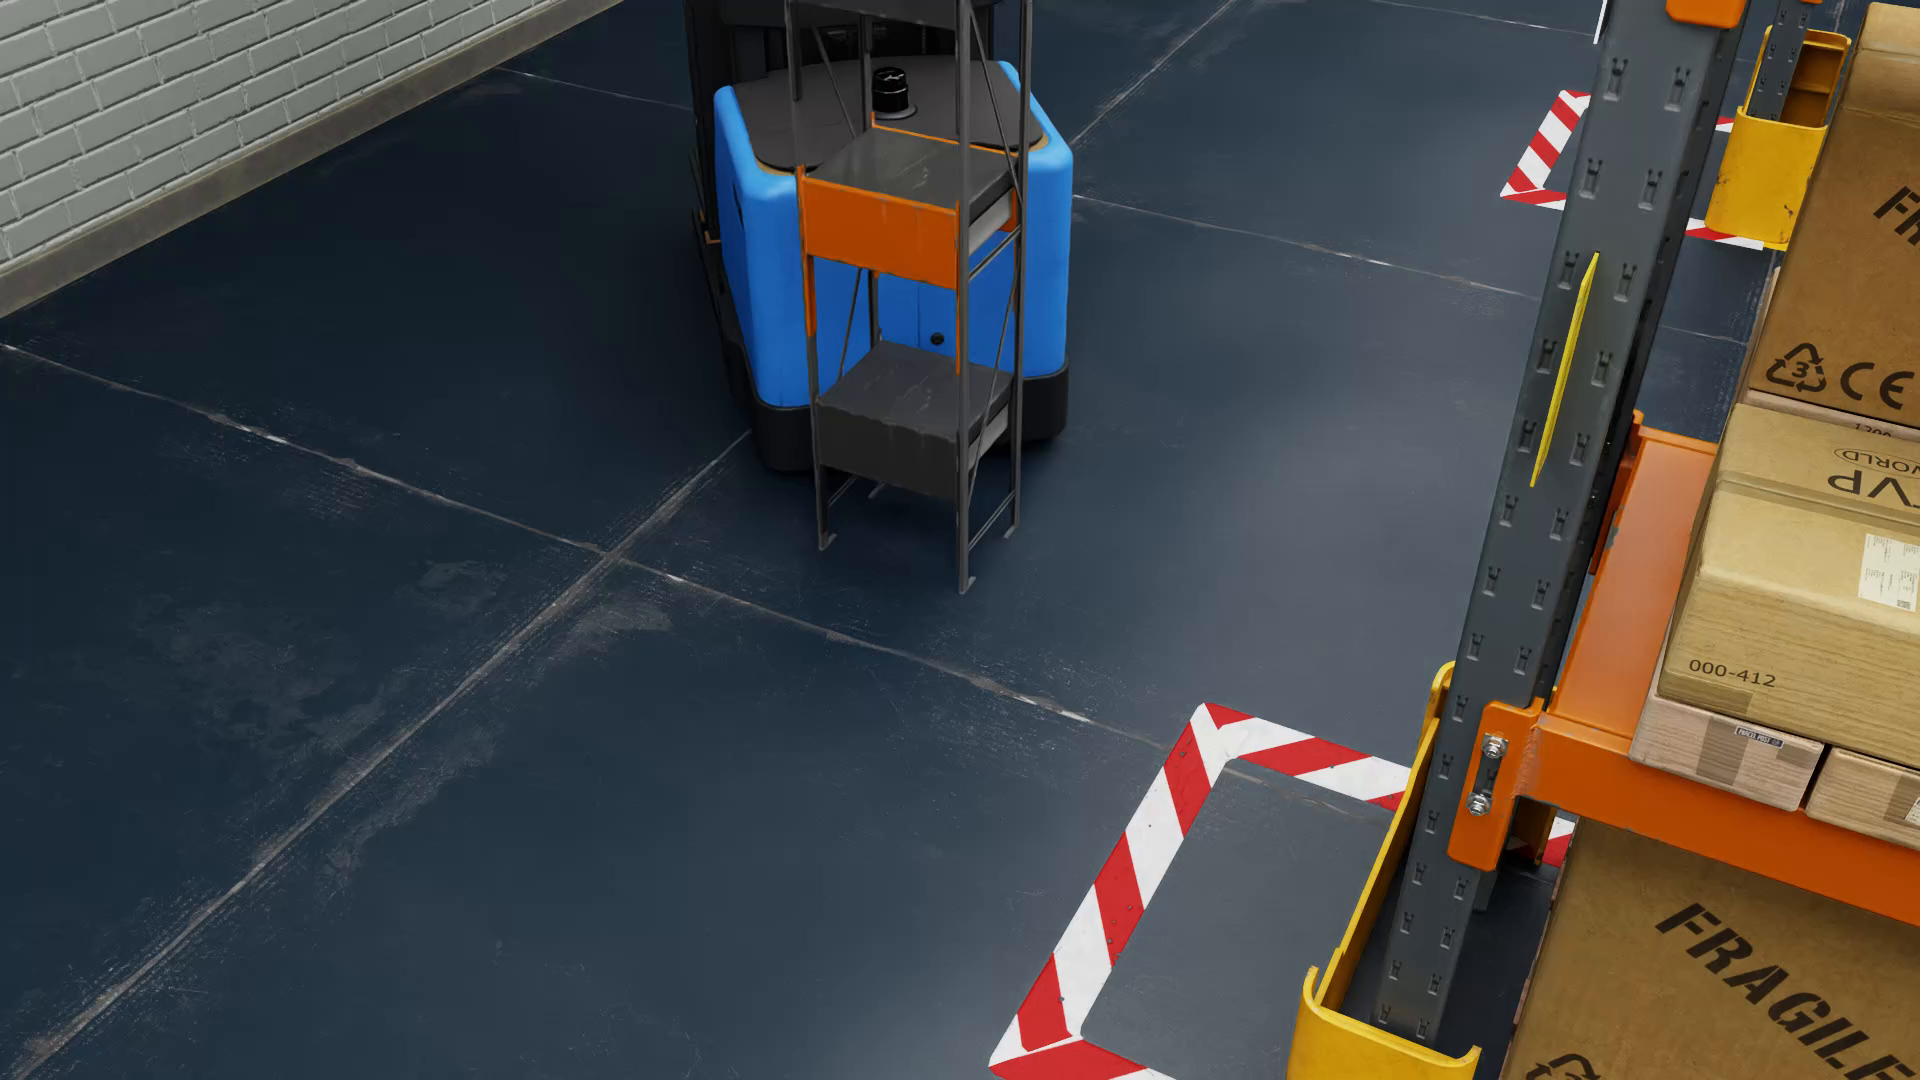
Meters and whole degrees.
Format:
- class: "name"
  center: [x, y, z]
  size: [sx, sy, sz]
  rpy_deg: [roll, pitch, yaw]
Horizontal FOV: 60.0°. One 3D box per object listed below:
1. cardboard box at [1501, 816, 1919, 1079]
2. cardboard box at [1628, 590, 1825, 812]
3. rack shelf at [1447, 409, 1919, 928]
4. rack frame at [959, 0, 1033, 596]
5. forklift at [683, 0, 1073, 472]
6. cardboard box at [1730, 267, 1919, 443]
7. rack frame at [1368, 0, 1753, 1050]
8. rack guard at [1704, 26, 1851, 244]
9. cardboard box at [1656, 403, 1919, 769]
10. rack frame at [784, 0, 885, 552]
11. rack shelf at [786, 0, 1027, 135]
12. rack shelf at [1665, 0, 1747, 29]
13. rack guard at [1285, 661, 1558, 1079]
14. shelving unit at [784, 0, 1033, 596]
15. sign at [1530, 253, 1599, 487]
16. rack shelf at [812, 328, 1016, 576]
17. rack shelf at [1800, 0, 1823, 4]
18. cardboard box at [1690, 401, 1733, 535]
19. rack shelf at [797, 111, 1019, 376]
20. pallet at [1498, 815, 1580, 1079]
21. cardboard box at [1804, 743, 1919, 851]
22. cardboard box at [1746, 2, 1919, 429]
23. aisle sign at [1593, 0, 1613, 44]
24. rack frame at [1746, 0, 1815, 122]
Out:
- class: "cardboard box"
  center: [1.697, 0.665, 3.303]
  size: [0.875, 0.875, 0.875]
  rpy_deg: [17, 41, 21]
- class: "cardboard box"
  center: [1.255, 0.227, 2.678]
  size: [0.250, 0.149, 0.380]
  rpy_deg: [18, 41, 22]
- class: "rack shelf"
  center: [2.868, 0.693, 2.451]
  size: [4.000, 0.370, 1.077]
  rpy_deg: [17, 41, 21]
- class: "rack frame"
  center: [0.092, -0.775, 4.535]
  size: [0.015, 2.100, 0.400]
  rpy_deg: [17, 40, 21]
- class: "forklift"
  center: [-0.474, -2.283, 5.834]
  size: [1.130, 2.935, 3.031]
  rpy_deg: [-8, 38, -11]
- class: "cardboard box"
  center: [1.644, -0.216, 2.931]
  size: [0.500, 0.250, 0.500]
  rpy_deg: [17, 40, 21]
- class: "rack frame"
  center: [1.092, -0.149, 2.966]
  size: [0.127, 3.000, 1.000]
  rpy_deg: [17, 41, 21]
- class: "rack guard"
  center: [3.530, -1.767, 7.165]
  size: [0.348, 0.500, 1.175]
  rpy_deg: [17, 41, 21]
- class: "cardboard box"
  center: [1.394, 0.070, 2.554]
  size: [0.500, 0.250, 0.500]
  rpy_deg: [16, 40, 20]
- class: "rack frame"
  center: [-0.345, -0.907, 4.709]
  size: [0.015, 2.100, 0.400]
  rpy_deg: [17, 40, 21]
- class: "rack shelf"
  center: [-0.126, -1.388, 4.207]
  size: [0.480, 0.518, 0.431]
  rpy_deg: [17, 40, 21]
- class: "rack shelf"
  center: [2.868, -0.501, 1.544]
  size: [4.000, 0.370, 1.077]
  rpy_deg: [17, 41, 21]
- class: "rack guard"
  center: [1.070, 0.840, 3.730]
  size: [0.348, 0.500, 1.175]
  rpy_deg: [17, 41, 21]
- class: "shelving unit"
  center: [-0.126, -0.841, 4.622]
  size: [0.503, 2.100, 0.431]
  rpy_deg: [17, 40, 21]
- class: "sign"
  center: [0.831, -0.229, 2.290]
  size: [0.005, 0.325, 0.100]
  rpy_deg: [17, 41, 21]
- class: "rack shelf"
  center: [-0.126, -0.273, 5.053]
  size: [0.480, 0.518, 0.431]
  rpy_deg: [17, 40, 21]
- class: "rack shelf"
  center: [5.238, -1.941, 5.922]
  size: [4.000, 0.370, 1.077]
  rpy_deg: [17, 41, 21]
- class: "cardboard box"
  center: [1.559, -0.127, 3.144]
  size: [0.250, 0.149, 0.380]
  rpy_deg: [18, 41, 22]
- class: "rack shelf"
  center: [-0.126, -0.831, 4.630]
  size: [0.480, 0.518, 0.431]
  rpy_deg: [17, 40, 21]
- class: "pallet"
  center: [1.838, 1.142, 3.571]
  size: [1.213, 0.211, 1.003]
  rpy_deg: [17, 41, 21]
- class: "cardboard box"
  center: [1.484, 0.297, 2.585]
  size: [0.250, 0.149, 0.380]
  rpy_deg: [17, 40, 21]
- class: "cardboard box"
  center: [1.645, -0.512, 2.702]
  size: [0.500, 0.500, 0.500]
  rpy_deg: [18, 41, 22]
- class: "aisle sign"
  center: [0.890, -1.044, 1.994]
  size: [0.004, 0.787, 0.394]
  rpy_deg: [17, 41, 21]
- class: "rack frame"
  center: [3.462, -2.784, 6.437]
  size: [0.127, 3.000, 1.000]
  rpy_deg: [17, 41, 21]
